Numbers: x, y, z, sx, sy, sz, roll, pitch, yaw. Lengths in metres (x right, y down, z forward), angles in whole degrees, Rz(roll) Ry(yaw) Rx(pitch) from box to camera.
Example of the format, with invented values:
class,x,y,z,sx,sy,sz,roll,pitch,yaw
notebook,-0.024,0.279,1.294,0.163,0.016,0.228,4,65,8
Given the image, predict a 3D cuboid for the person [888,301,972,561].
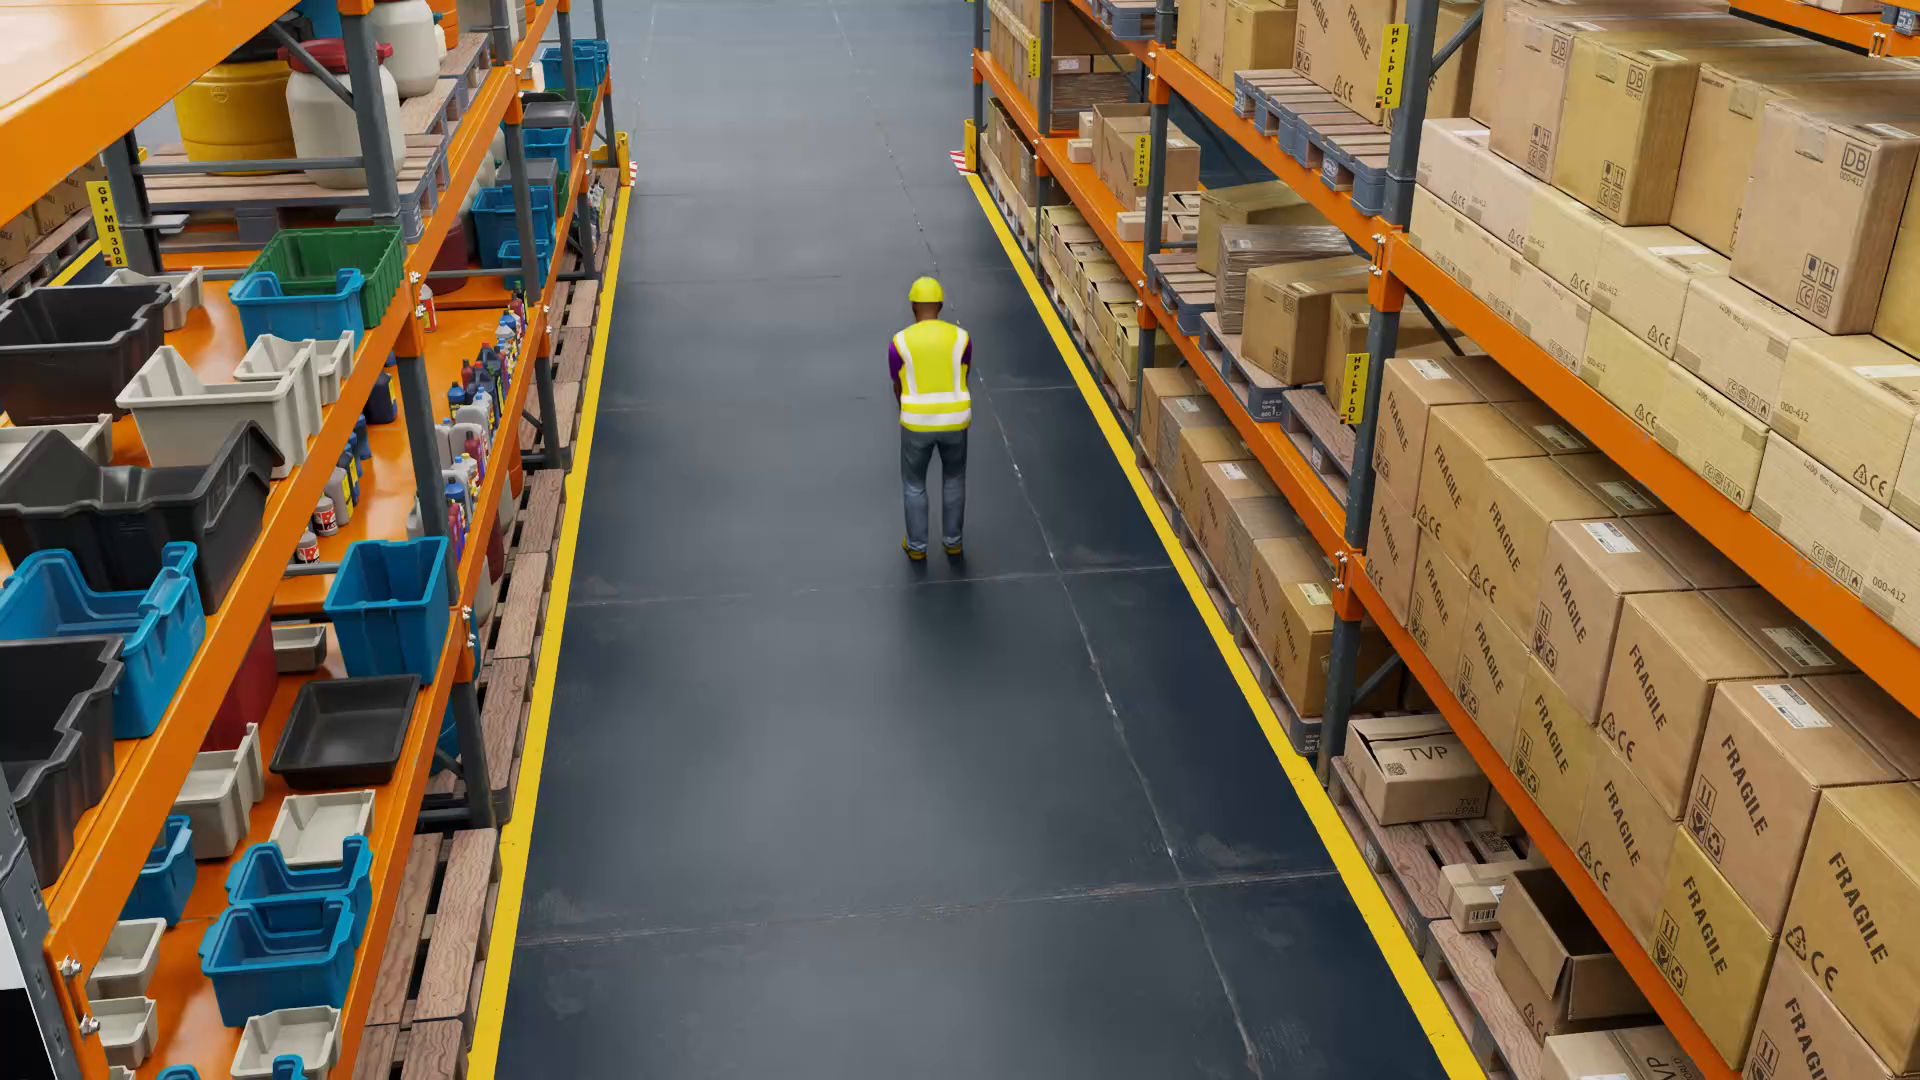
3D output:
class,x,y,z,sx,sy,sz,roll,pitch,yaw
person,-0.181,-0.728,10.095,0.501,1.697,0.598,-4,27,-8
